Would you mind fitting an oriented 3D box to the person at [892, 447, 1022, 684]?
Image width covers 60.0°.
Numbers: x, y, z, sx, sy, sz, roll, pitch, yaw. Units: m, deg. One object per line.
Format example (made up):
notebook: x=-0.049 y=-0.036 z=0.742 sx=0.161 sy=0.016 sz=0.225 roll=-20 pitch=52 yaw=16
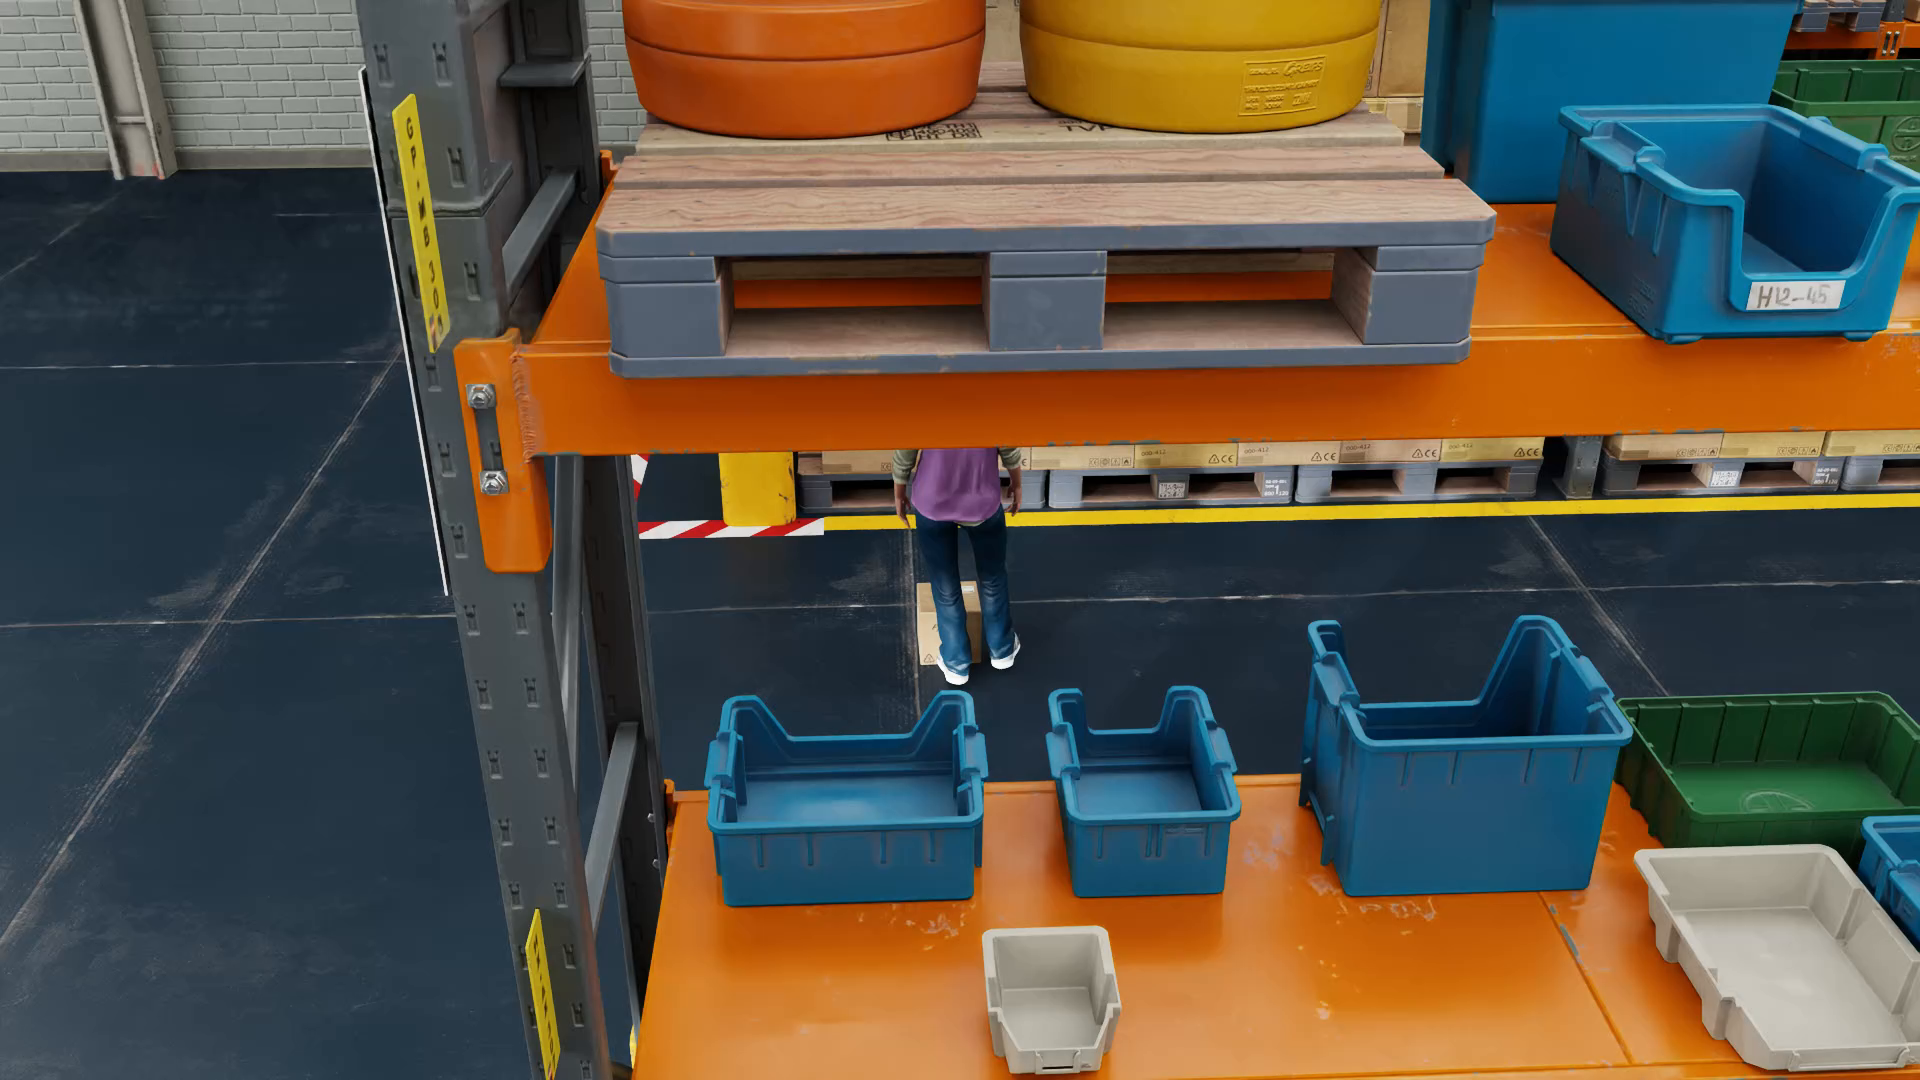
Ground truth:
person: x=-0.001 y=-0.172 z=6.436 sx=0.519 sy=1.599 sz=0.473 roll=-1 pitch=28 yaw=-3
